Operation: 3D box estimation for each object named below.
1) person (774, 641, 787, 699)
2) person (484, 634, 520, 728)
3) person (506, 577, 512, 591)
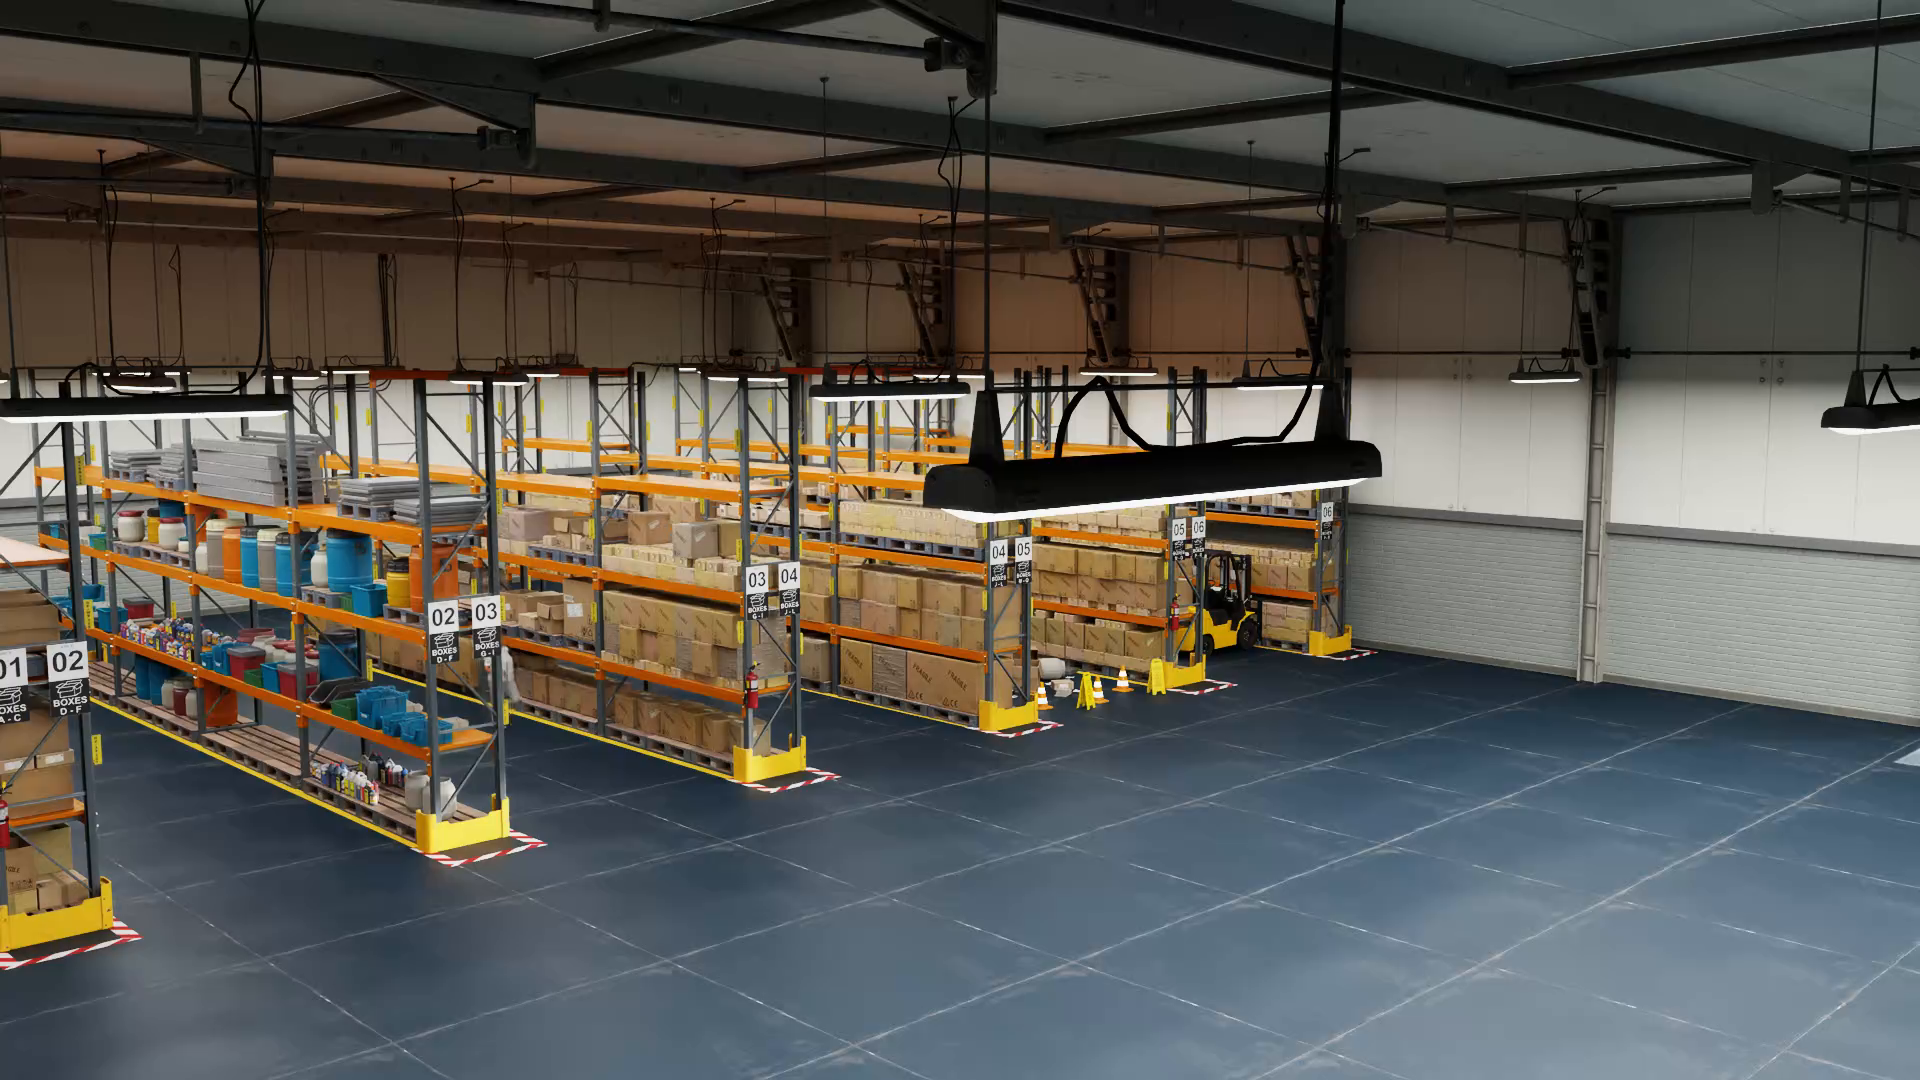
[{"bbox_3d":[-3.518,2.062,30.659,0.867,1.667,0.579,6,9,44],"label":"person"},{"bbox_3d":[-7.661,2.370,27.936,0.545,1.622,0.593,5,8,40],"label":"person"},{"bbox_3d":[-9.247,1.610,34.040,0.638,1.782,0.637,6,9,43],"label":"person"}]
